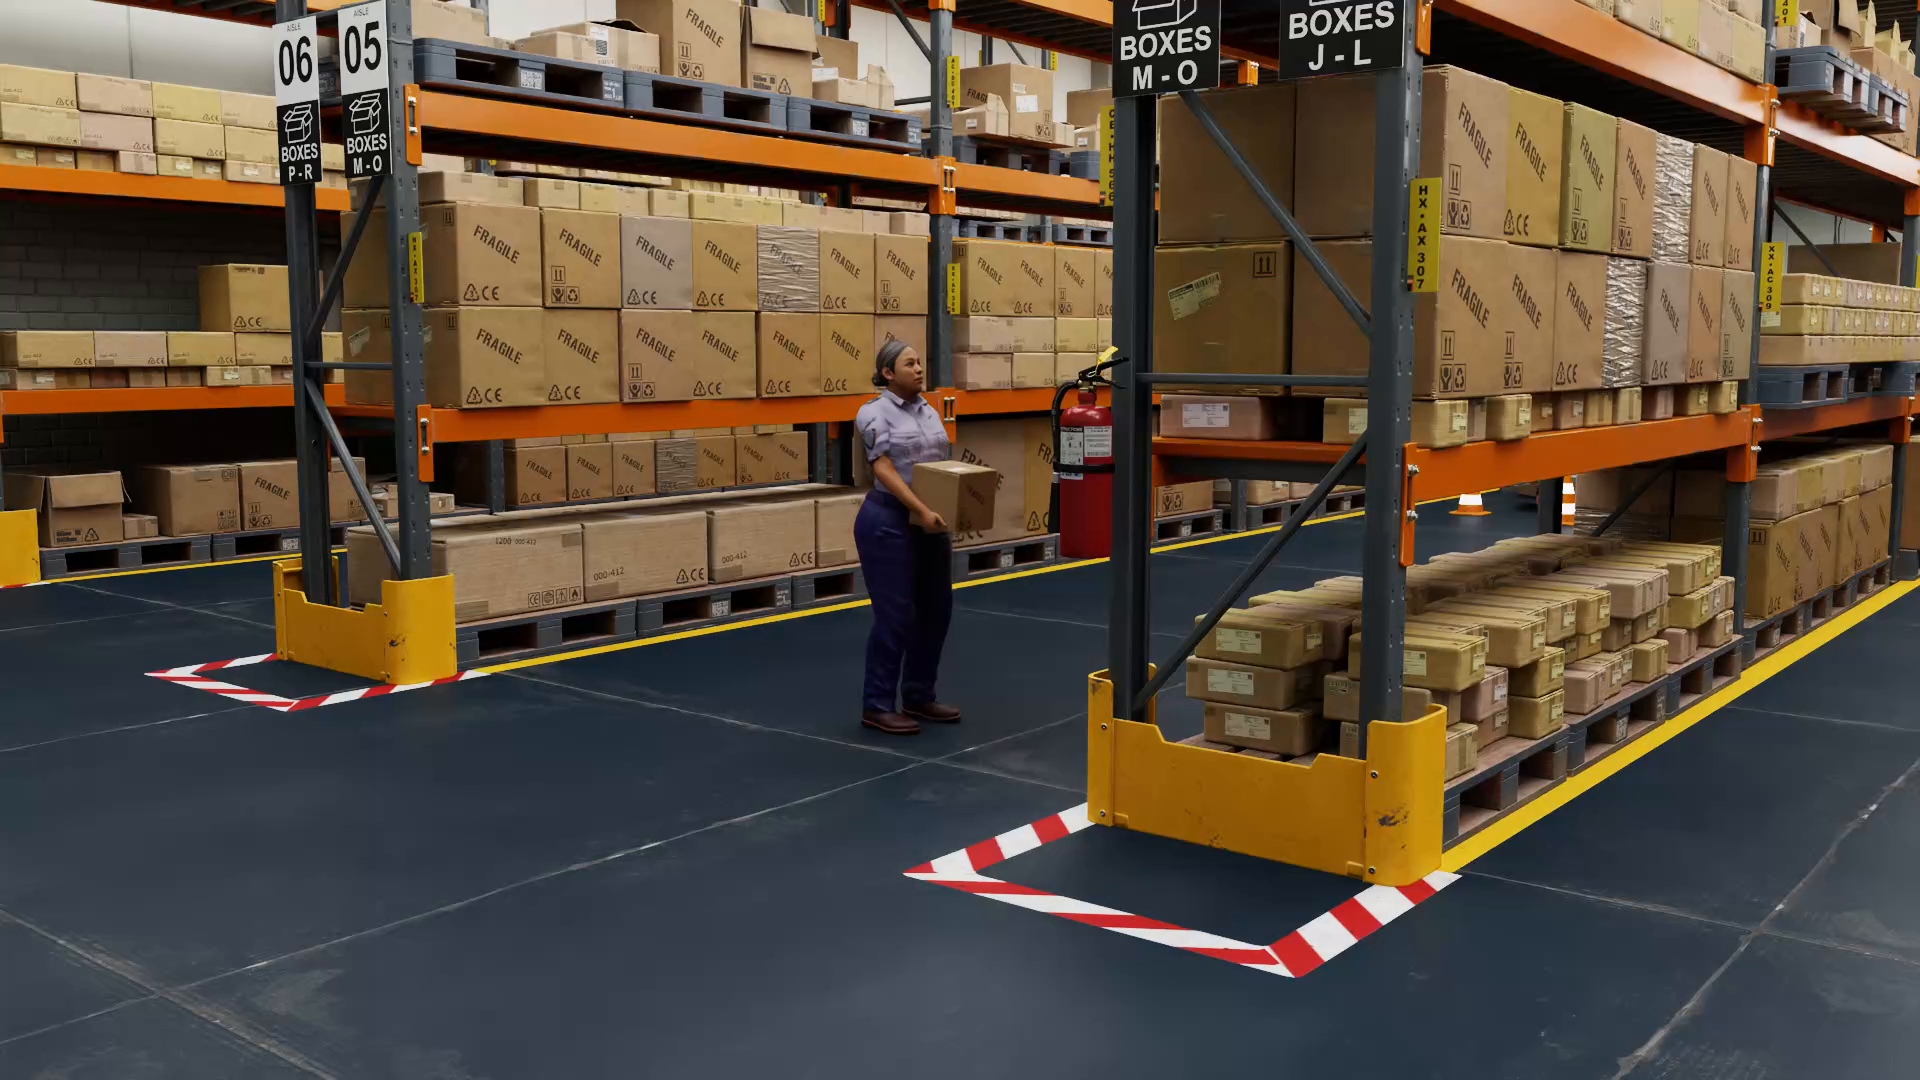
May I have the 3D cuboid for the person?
[{"bbox_3d":[-0.166,-0.012,7.017,0.518,1.619,0.452,6,9,39],"label":"person"}]
